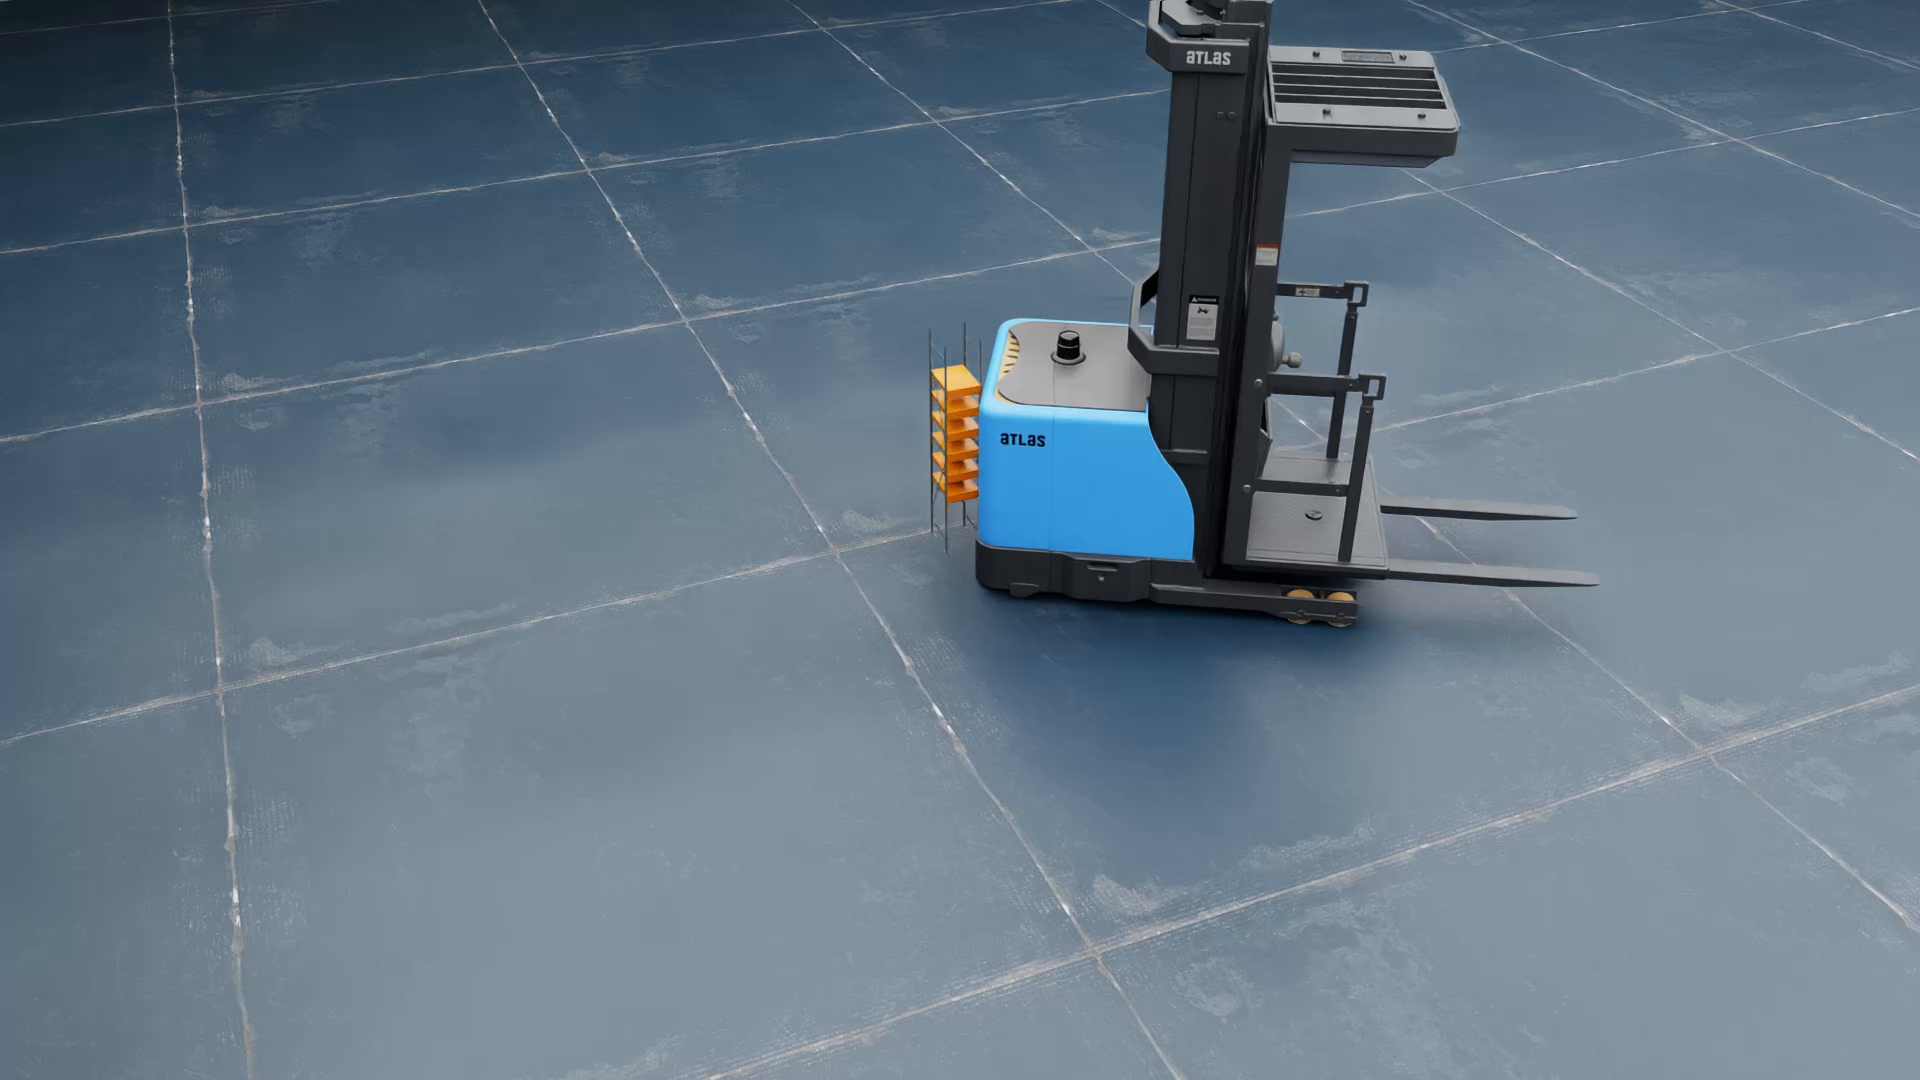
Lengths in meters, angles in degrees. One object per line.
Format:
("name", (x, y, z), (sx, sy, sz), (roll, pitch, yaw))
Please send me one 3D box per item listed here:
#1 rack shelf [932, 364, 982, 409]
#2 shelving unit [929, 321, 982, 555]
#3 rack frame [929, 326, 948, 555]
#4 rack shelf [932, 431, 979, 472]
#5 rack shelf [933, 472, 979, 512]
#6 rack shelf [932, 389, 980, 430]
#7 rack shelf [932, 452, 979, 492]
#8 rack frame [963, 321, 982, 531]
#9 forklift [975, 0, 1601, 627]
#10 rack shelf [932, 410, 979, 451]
("rack shelf", (-0.023, -0.766, 8.249), (0.180, 0.103, 0.258), (-12, 35, -17))
("shelving unit", (-0.023, -0.502, 8.421), (0.189, 1.200, 0.258), (-12, 35, -17))
("rack frame", (-0.109, -0.484, 8.394), (0.006, 1.200, 0.240), (-12, 35, -17))
("rack shelf", (-0.023, -0.464, 8.445), (0.180, 0.103, 0.258), (-12, 35, -17))
("rack shelf", (-0.023, -0.263, 8.576), (0.180, 0.103, 0.258), (-12, 35, -17))
("rack shelf", (-0.023, -0.666, 8.314), (0.180, 0.103, 0.258), (-12, 35, -17))
("rack shelf", (-0.023, -0.364, 8.510), (0.180, 0.103, 0.258), (-12, 35, -17))
("rack frame", (0.062, -0.519, 8.448), (0.006, 1.200, 0.240), (-12, 35, -17))
("forklift", (1.634, -1.115, 7.776), (3.031, 2.935, 1.130), (4, 33, 6))
("rack shelf", (-0.023, -0.565, 8.380), (0.180, 0.103, 0.258), (-12, 35, -17))
